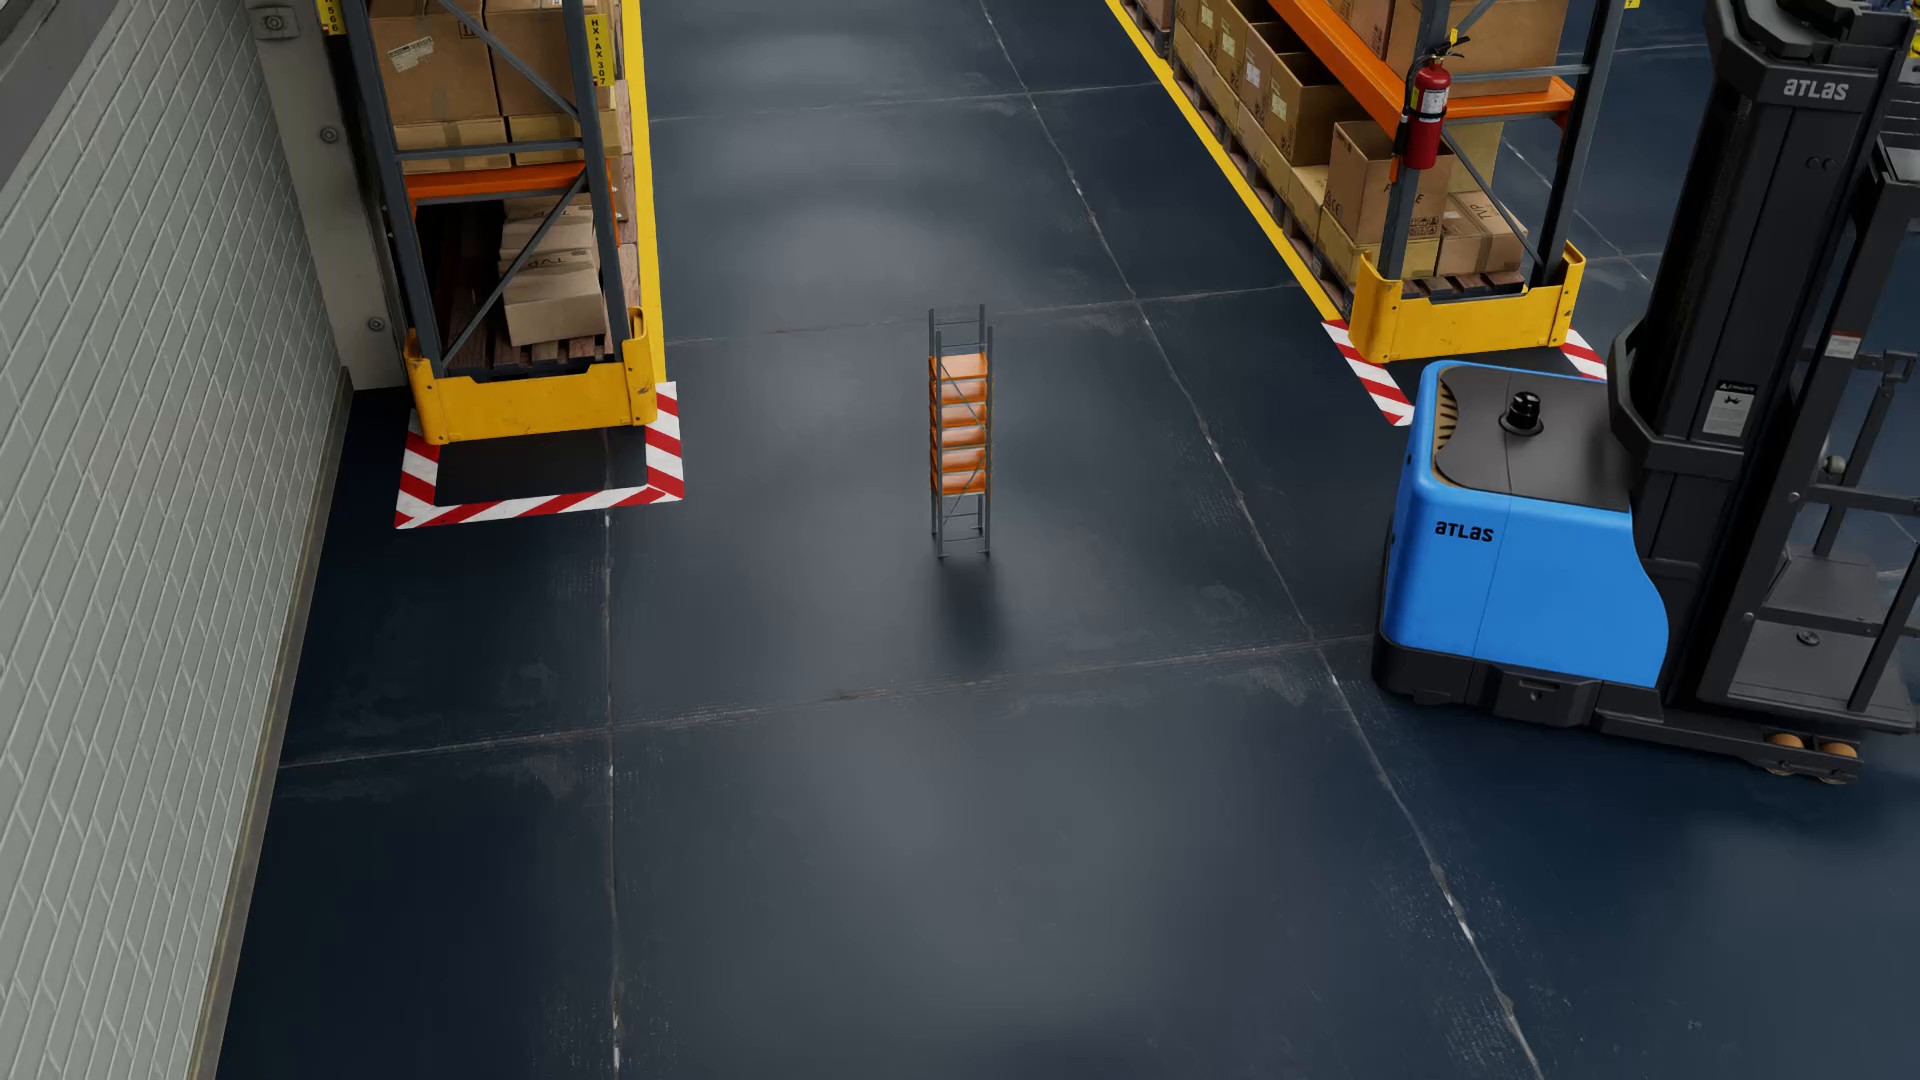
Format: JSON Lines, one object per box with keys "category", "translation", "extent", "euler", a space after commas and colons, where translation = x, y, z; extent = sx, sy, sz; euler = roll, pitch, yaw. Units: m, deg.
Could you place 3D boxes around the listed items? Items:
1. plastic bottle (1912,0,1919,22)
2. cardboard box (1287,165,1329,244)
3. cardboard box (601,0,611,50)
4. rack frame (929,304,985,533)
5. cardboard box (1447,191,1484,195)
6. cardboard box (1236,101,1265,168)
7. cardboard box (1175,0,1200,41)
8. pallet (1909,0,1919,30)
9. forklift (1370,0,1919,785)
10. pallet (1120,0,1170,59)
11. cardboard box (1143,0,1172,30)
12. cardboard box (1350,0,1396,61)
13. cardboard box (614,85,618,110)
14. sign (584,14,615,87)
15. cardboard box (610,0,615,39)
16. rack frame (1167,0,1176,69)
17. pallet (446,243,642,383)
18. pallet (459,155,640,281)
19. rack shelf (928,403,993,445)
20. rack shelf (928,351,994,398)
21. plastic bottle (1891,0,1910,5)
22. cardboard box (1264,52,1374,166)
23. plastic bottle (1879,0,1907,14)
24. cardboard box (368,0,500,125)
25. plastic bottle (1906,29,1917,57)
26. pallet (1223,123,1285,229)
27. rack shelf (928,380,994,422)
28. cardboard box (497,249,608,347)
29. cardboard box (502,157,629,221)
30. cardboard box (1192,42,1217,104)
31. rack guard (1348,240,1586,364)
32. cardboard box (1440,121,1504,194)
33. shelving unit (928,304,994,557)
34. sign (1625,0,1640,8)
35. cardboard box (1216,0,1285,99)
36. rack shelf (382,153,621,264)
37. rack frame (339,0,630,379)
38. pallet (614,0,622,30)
{"category": "plastic bottle", "translation": [7.167, -4.013, 12.271], "extent": [0.144, 0.351, 0.185], "euler": [-6, 38, -8]}
{"category": "cardboard box", "translation": [2.251, -1.985, 9.759], "extent": [0.500, 0.250, 0.500], "euler": [-6, 38, -8]}
{"category": "cardboard box", "translation": [-2.005, -2.642, 8.201], "extent": [0.500, 0.500, 0.500], "euler": [-6, 38, -8]}
{"category": "rack frame", "translation": [-0.013, -0.520, 7.442], "extent": [0.240, 1.200, 0.006], "euler": [-6, 38, -8]}
{"category": "cardboard box", "translation": [2.770, -2.041, 9.832], "extent": [0.500, 0.250, 0.500], "euler": [-6, 38, -8]}
{"category": "cardboard box", "translation": [2.076, -2.589, 10.536], "extent": [0.500, 0.250, 0.500], "euler": [-6, 38, -8]}
{"category": "cardboard box", "translation": [1.808, -3.790, 11.472], "extent": [0.500, 0.500, 0.500], "euler": [-6, 38, -8]}
{"category": "pallet", "translation": [6.989, -3.747, 12.401], "extent": [1.003, 0.211, 1.213], "euler": [-6, 38, -8]}
{"category": "forklift", "translation": [3.282, -0.563, 6.086], "extent": [3.031, 2.935, 1.130], "euler": [9, 39, 12]}
{"category": "pallet", "translation": [1.867, -4.068, 12.814], "extent": [1.003, 0.211, 1.213], "euler": [-6, 38, -8]}
{"category": "cardboard box", "translation": [1.676, -4.027, 12.388], "extent": [0.500, 0.250, 0.500], "euler": [-7, 38, -8]}
{"category": "cardboard box", "translation": [2.570, -2.952, 9.023], "extent": [0.700, 0.500, 0.500], "euler": [-5, 38, -7]}
{"category": "cardboard box", "translation": [-2.019, -2.367, 8.457], "extent": [0.500, 0.250, 0.500], "euler": [-7, 38, -9]}
{"category": "sign", "translation": [-1.606, -2.177, 7.402], "extent": [0.100, 0.325, 0.005], "euler": [-6, 38, -8]}
{"category": "cardboard box", "translation": [-2.188, -2.981, 9.247], "extent": [0.500, 0.250, 0.500], "euler": [-6, 38, -8]}
{"category": "rack frame", "translation": [2.035, -4.728, 11.391], "extent": [1.000, 3.000, 0.127], "euler": [-6, 38, -8]}
{"category": "pallet", "translation": [-2.261, -1.216, 9.143], "extent": [1.003, 0.211, 1.213], "euler": [-6, 38, -8]}
{"category": "pallet", "translation": [-2.472, -1.952, 10.090], "extent": [1.003, 0.211, 1.213], "euler": [-6, 38, -8]}
{"category": "rack shelf", "translation": [0.003, -0.525, 7.324], "extent": [0.258, 0.103, 0.180], "euler": [-6, 38, -8]}
{"category": "rack shelf", "translation": [0.003, -0.714, 7.177], "extent": [0.258, 0.103, 0.180], "euler": [-6, 38, -8]}
{"category": "plastic bottle", "translation": [6.787, -3.870, 12.086], "extent": [0.144, 0.351, 0.185], "euler": [-6, 38, -8]}
{"category": "cardboard box", "translation": [2.159, -2.582, 9.917], "extent": [0.500, 0.500, 0.500], "euler": [-6, 38, -8]}
{"category": "plastic bottle", "translation": [6.678, -3.740, 11.920], "extent": [0.144, 0.351, 0.185], "euler": [-8, 39, -10]}
{"category": "cardboard box", "translation": [-2.432, -2.284, 7.739], "extent": [0.500, 0.500, 0.500], "euler": [-7, 38, -8]}
{"category": "plastic bottle", "translation": [6.704, -3.508, 11.742], "extent": [0.097, 0.201, 0.097], "euler": [0, 38, 0]}
{"category": "pallet", "translation": [2.350, -2.404, 10.672], "extent": [1.003, 0.211, 1.213], "euler": [-6, 38, -8]}
{"category": "rack shelf", "translation": [0.003, -0.620, 7.251], "extent": [0.258, 0.103, 0.180], "euler": [-6, 38, -8]}
{"category": "cardboard box", "translation": [-2.173, -1.316, 8.833], "extent": [0.500, 0.311, 0.500], "euler": [-10, 39, -13]}
{"category": "cardboard box", "translation": [-2.353, -2.184, 9.795], "extent": [0.700, 0.500, 0.500], "euler": [-9, 39, -11]}
{"category": "cardboard box", "translation": [1.900, -3.193, 11.314], "extent": [0.500, 0.250, 0.500], "euler": [-6, 38, -8]}
{"category": "rack guard", "translation": [2.740, -1.310, 9.029], "extent": [1.175, 0.500, 0.348], "euler": [-6, 38, -8]}
{"category": "cardboard box", "translation": [2.771, -2.338, 9.602], "extent": [0.500, 0.500, 0.500], "euler": [-6, 38, -8]}
{"category": "shelving unit", "translation": [0.003, -0.465, 7.371], "extent": [0.258, 1.200, 0.189], "euler": [-6, 38, -8]}
{"category": "sign", "translation": [3.283, -2.741, 8.063], "extent": [0.100, 0.325, 0.005], "euler": [-6, 38, -8]}
{"category": "cardboard box", "translation": [1.983, -3.186, 10.694], "extent": [0.500, 0.500, 0.500], "euler": [-6, 38, -8]}
{"category": "rack shelf", "translation": [-2.491, -2.701, 9.368], "extent": [1.077, 0.370, 4.000], "euler": [-6, 38, -8]}
{"category": "rack frame", "translation": [-2.141, -1.777, 7.592], "extent": [1.000, 3.000, 0.127], "euler": [-6, 38, -8]}
{"category": "pallet", "translation": [-3.197, -4.300, 13.113], "extent": [1.003, 0.211, 1.213], "euler": [-6, 38, -8]}
